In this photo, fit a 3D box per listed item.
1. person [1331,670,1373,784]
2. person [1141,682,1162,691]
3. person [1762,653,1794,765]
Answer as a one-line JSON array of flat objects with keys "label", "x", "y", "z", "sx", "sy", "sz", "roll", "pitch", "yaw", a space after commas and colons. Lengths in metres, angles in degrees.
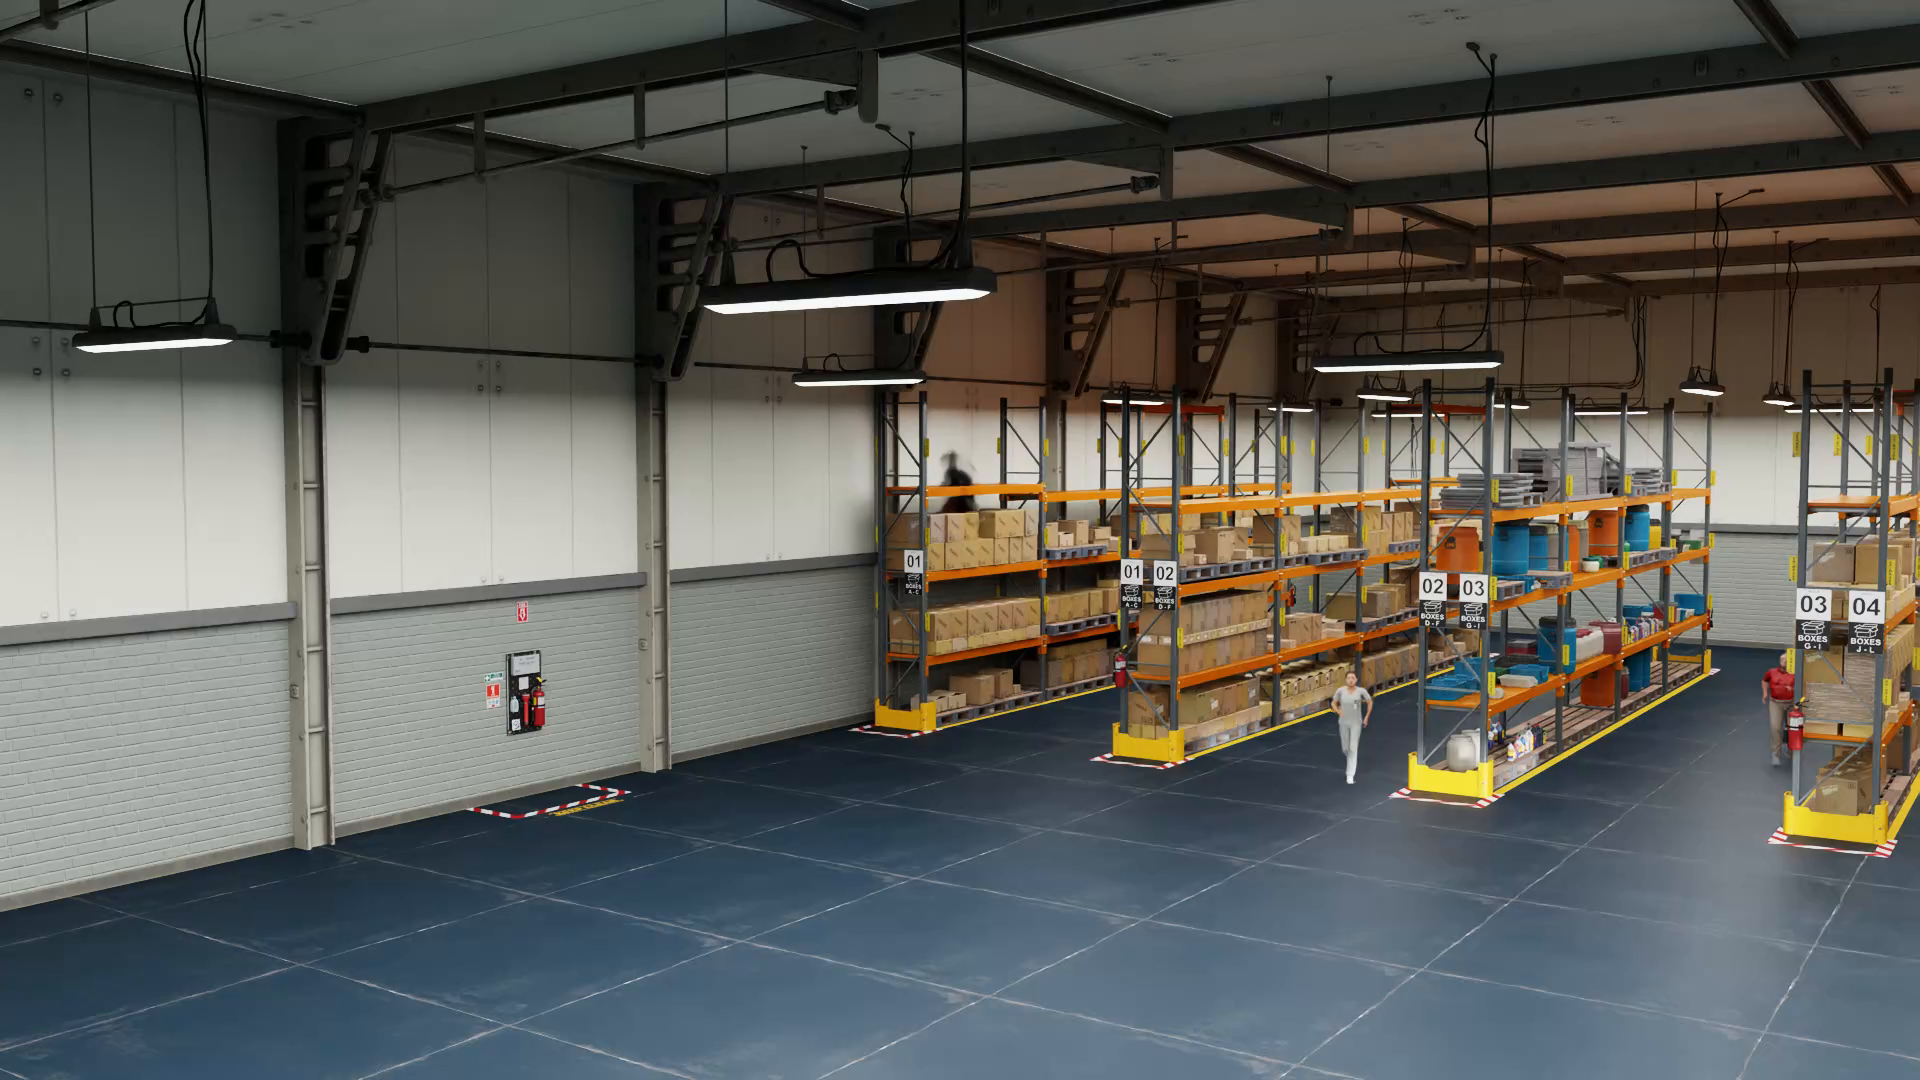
[{"label": "person", "x": 5.915, "y": 2.803, "z": 25.144, "sx": 0.605, "sy": 1.650, "sz": 0.834, "roll": 1, "pitch": 3, "yaw": 22}, {"label": "person", "x": 3.517, "y": 2.488, "z": 30.260, "sx": 0.656, "sy": 1.696, "sz": 0.627, "roll": 2, "pitch": 4, "yaw": 32}, {"label": "person", "x": 13.072, "y": 2.654, "z": 26.386, "sx": 0.662, "sy": 1.716, "sz": 0.989, "roll": 2, "pitch": 4, "yaw": 28}]
